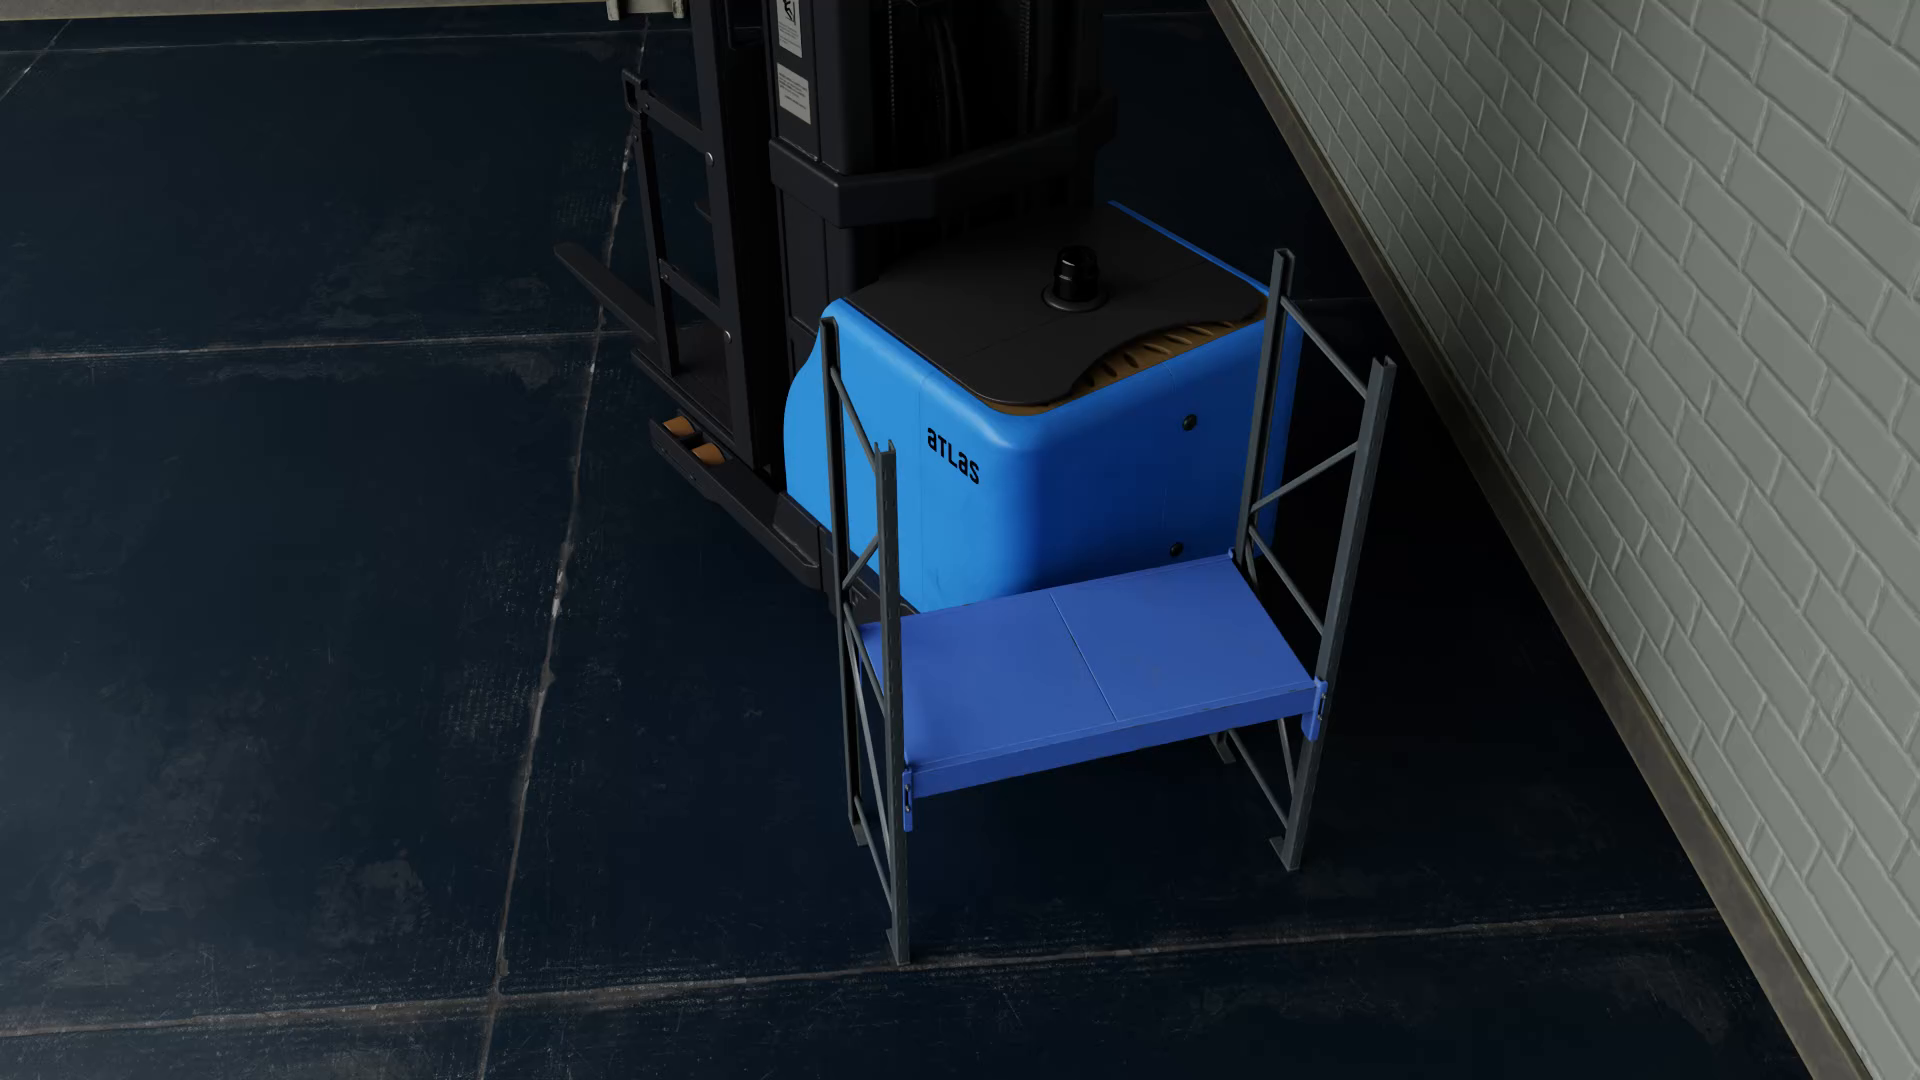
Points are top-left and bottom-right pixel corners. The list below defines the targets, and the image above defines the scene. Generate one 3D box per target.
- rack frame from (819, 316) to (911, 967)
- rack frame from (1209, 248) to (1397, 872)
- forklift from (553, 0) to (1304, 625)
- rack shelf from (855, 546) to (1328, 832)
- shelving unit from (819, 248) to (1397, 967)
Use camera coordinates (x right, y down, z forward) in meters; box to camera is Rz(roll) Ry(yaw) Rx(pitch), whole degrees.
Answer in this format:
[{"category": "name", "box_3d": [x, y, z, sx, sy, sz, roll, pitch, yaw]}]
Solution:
[{"category": "rack frame", "box_3d": [-0.203, 0.280, 3.683, 0.032, 1.500, 0.500, -11, 40, -13]}, {"category": "rack frame", "box_3d": [0.771, 0.099, 3.912, 0.032, 1.500, 0.500, -11, 40, -13]}, {"category": "forklift", "box_3d": [-0.371, -1.460, 4.735, 1.130, 2.935, 3.031, -25, 45, -28]}, {"category": "rack shelf", "box_3d": [0.284, 0.330, 3.909, 1.000, 0.185, 0.538, -11, 40, -13]}, {"category": "shelving unit", "box_3d": [0.284, 0.189, 3.797, 1.048, 1.500, 0.538, -11, 40, -13]}]
